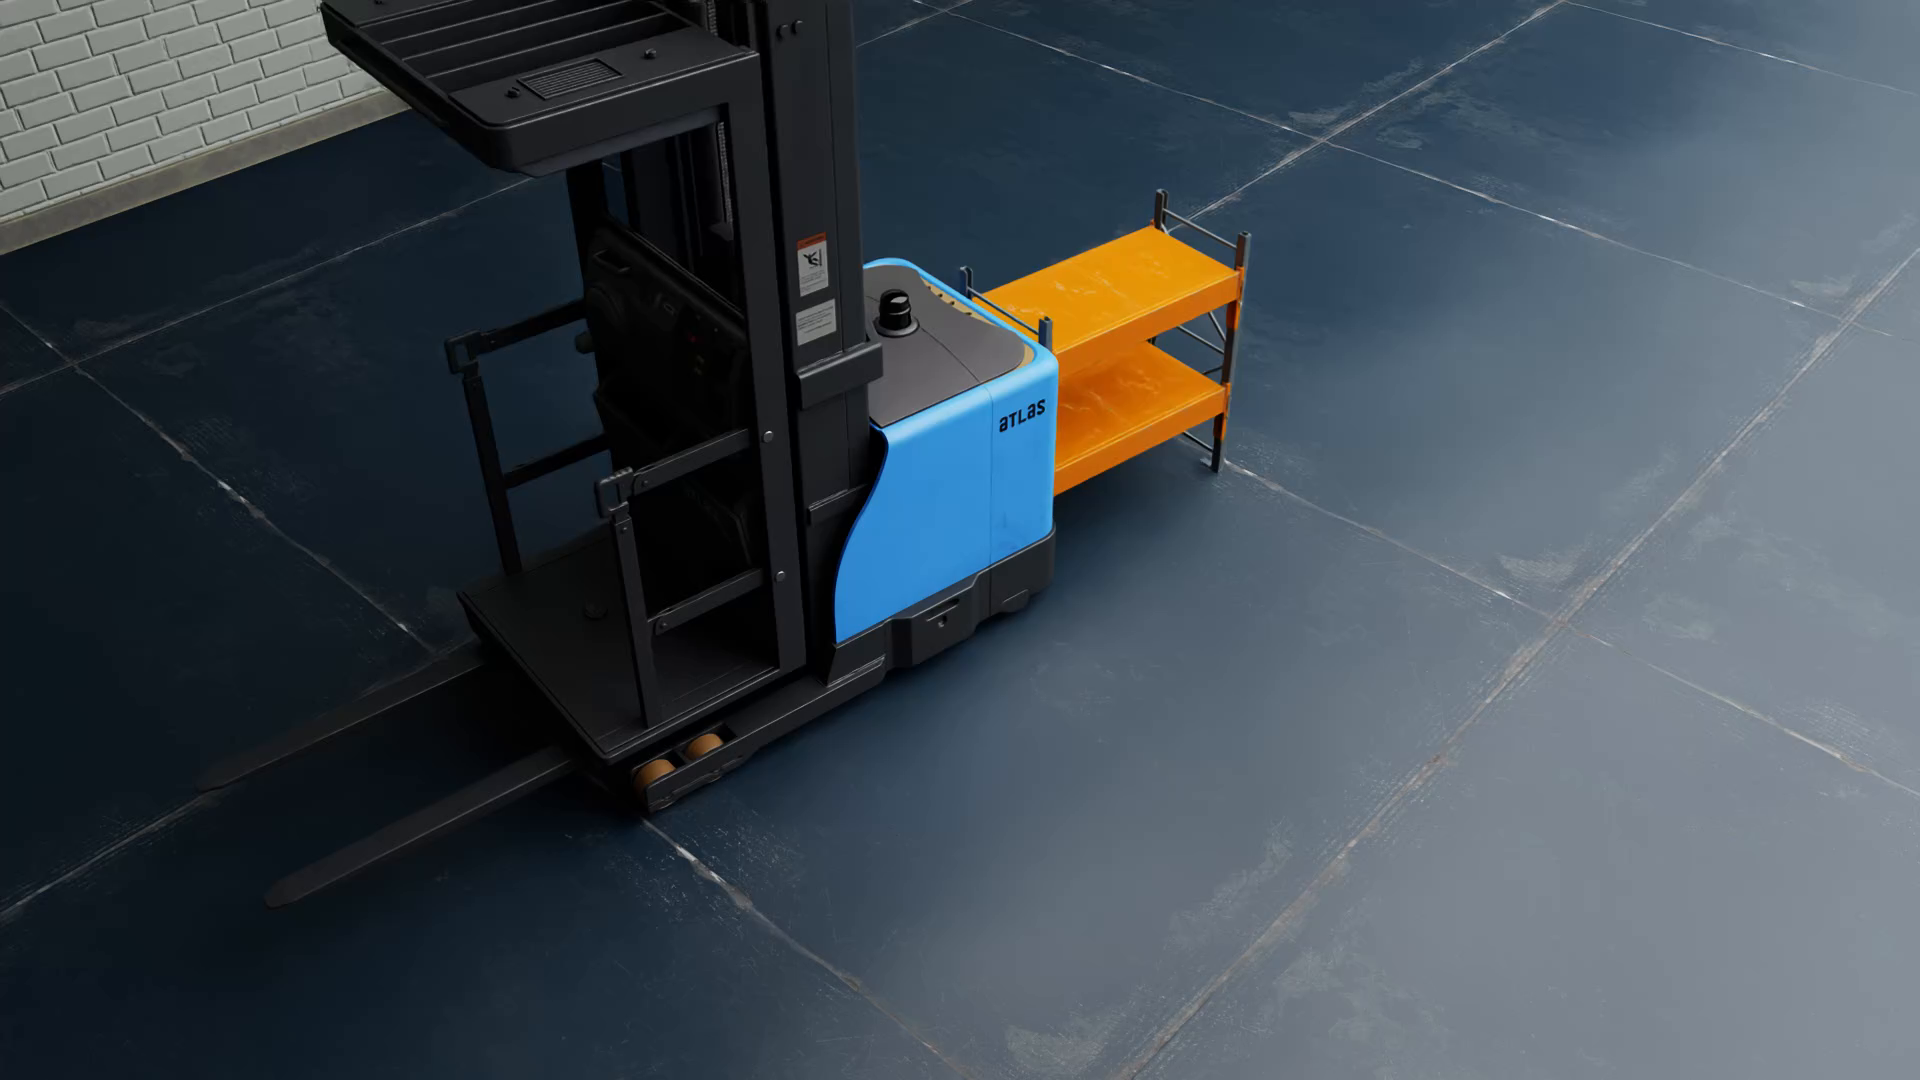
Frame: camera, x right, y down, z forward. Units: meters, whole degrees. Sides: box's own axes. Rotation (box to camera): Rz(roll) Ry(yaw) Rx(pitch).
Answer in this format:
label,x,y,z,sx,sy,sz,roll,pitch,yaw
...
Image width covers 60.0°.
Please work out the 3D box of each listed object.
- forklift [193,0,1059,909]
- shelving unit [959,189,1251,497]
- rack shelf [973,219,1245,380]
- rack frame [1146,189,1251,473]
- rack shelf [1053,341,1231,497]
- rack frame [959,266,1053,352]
label,x,y,z,sx,sy,sz,roll,pitch,yaw
forklift,-1.103,-0.614,5.167,3.031,2.935,1.130,-26,46,-29
shelving unit,0.562,-0.657,6.673,1.048,1.125,0.538,-26,46,-29
rack shelf,0.562,-0.886,6.491,1.000,0.278,0.538,-26,46,-29
rack frame,0.959,-0.855,6.921,0.032,1.125,0.500,-26,46,-29
rack shelf,0.562,-0.466,6.825,1.000,0.278,0.538,-26,46,-29
rack frame,0.165,-0.460,6.424,0.032,1.125,0.500,-26,46,-29
